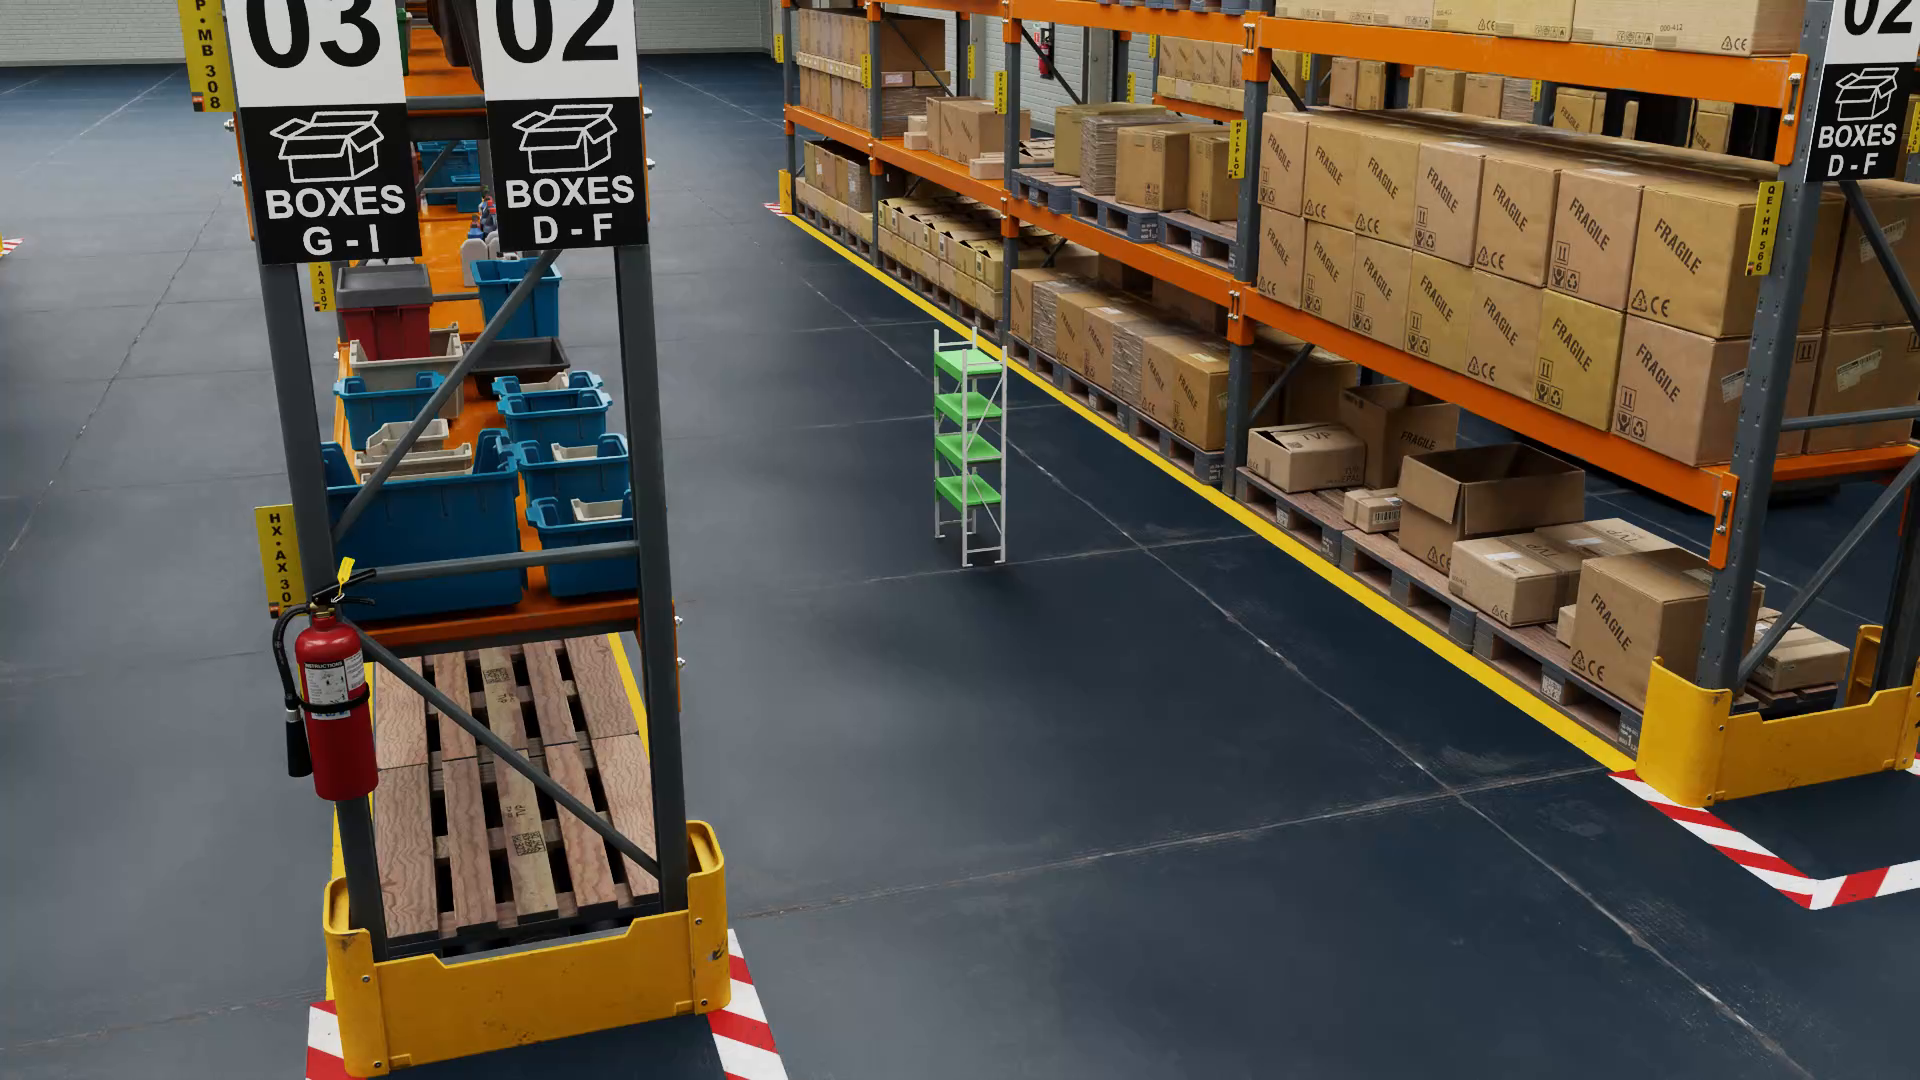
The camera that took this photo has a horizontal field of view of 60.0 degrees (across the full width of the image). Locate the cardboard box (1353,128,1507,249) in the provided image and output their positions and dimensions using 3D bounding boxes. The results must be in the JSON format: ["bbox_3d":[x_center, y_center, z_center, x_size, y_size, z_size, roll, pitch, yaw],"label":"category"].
[{"bbox_3d":[2.307,-1.740,8.198,0.500,0.500,0.500,-7,21,-19],"label":"cardboard box"}]

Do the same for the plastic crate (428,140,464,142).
[{"bbox_3d":[-4.076,-3.074,13.443,0.402,0.464,0.583,-6,21,-17],"label":"plastic crate"}]

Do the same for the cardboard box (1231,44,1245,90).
[{"bbox_3d":[3.536,-5.562,19.548,0.500,0.500,0.500,-7,21,-19],"label":"cardboard box"}]

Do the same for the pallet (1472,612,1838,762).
[{"bbox_3d":[3.084,0.581,7.486,1.003,0.211,1.213,-6,21,-17],"label":"pallet"}]

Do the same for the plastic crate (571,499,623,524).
[{"bbox_3d":[-1.132,-0.056,5.436,0.250,0.136,0.298,-6,21,-17],"label":"plastic crate"}]

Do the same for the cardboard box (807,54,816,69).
[{"bbox_3d":[-1.588,-5.624,19.530,0.380,0.149,0.250,-6,21,-17],"label":"cardboard box"}]

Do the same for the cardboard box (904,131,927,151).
[{"bbox_3d":[-0.328,-3.877,16.146,0.380,0.149,0.250,-6,21,-17],"label":"cardboard box"}]

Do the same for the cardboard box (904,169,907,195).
[{"bbox_3d":[-0.426,-3.900,18.174,0.500,0.500,0.500,-6,21,-17],"label":"cardboard box"}]

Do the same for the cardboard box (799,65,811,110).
[{"bbox_3d":[-1.535,-5.481,20.092,0.700,0.500,0.500,-6,21,-17],"label":"cardboard box"}]

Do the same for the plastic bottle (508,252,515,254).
[{"bbox_3d":[-2.511,-1.495,9.333,0.097,0.271,0.097,0,20,0],"label":"plastic bottle"}]

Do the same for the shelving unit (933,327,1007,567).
[{"bbox_3d":[0.052,-0.512,9.066,0.258,1.200,0.503,-6,21,-17],"label":"shelving unit"}]

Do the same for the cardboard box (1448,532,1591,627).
[{"bbox_3d":[2.684,0.180,7.895,0.500,0.250,0.500,-6,21,-17],"label":"cardboard box"}]

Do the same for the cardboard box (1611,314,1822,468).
[{"bbox_3d":[2.960,-0.613,6.537,0.500,0.500,0.500,-6,21,-16],"label":"cardboard box"}]

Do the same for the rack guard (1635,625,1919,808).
[{"bbox_3d":[3.335,0.701,6.725,1.175,0.500,0.348,-6,21,-17],"label":"rack guard"}]

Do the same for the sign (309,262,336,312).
[{"bbox_3d":[-3.124,-1.282,8.138,0.100,0.325,0.005,-6,21,-17],"label":"sign"}]

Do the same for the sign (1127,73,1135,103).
[{"bbox_3d":[1.357,-3.586,13.369,0.100,0.325,0.005,-6,21,-17],"label":"sign"}]

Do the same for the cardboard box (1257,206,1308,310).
[{"bbox_3d":[2.003,-1.589,9.255,0.500,0.500,0.500,-6,21,-16],"label":"cardboard box"}]

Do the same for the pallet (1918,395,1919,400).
[{"bbox_3d":[6.489,-1.189,12.415,1.003,0.211,1.213,-6,21,-17],"label":"pallet"}]

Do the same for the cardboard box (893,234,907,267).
[{"bbox_3d":[-0.362,-2.885,16.459,0.500,0.250,0.500,-6,21,-16],"label":"cardboard box"}]

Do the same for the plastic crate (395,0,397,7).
[{"bbox_3d":[-2.471,-2.132,6.670,0.497,0.269,0.590,-6,21,-17],"label":"plastic crate"}]

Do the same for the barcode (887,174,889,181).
[{"bbox_3d":[-0.728,-3.658,16.790,0.001,0.075,0.075,-6,21,-17],"label":"barcode"}]

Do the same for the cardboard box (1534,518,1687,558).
[{"bbox_3d":[3.143,0.111,8.088,0.500,0.250,0.500,-6,21,-17],"label":"cardboard box"}]

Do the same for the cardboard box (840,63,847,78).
[{"bbox_3d":[-1.099,-5.126,18.144,0.380,0.149,0.250,-6,21,-16],"label":"cardboard box"}]

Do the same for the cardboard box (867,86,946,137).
[{"bbox_3d":[-0.558,-4.491,17.333,0.700,0.500,0.500,-7,21,-19],"label":"cardboard box"}]

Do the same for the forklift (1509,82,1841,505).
[{"bbox_3d":[4.398,-2.033,10.741,1.130,2.935,3.031,-6,21,-16],"label":"forklift"}]

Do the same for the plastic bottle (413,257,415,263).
[{"bbox_3d":[-3.445,-1.859,10.228,0.144,0.351,0.185,-6,21,-17],"label":"plastic bottle"}]

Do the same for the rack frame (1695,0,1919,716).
[{"bbox_3d":[3.359,-0.451,6.234,1.000,3.000,0.127,-6,21,-17],"label":"rack frame"}]

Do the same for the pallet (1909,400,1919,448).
[{"bbox_3d":[6.968,-0.697,11.046,1.003,0.211,1.213,-6,21,-17],"label":"pallet"}]

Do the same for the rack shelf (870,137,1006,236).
[{"bbox_3d":[0.216,-3.321,15.290,1.077,0.370,4.000,-6,21,-17],"label":"rack shelf"}]

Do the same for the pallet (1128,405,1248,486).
[{"bbox_3d":[1.810,-0.679,10.995,1.003,0.211,1.213,-6,21,-17],"label":"pallet"}]

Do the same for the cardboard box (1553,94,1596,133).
[{"bbox_3d":[5.456,-3.559,14.270,0.500,0.500,0.500,-6,21,-16],"label":"cardboard box"}]

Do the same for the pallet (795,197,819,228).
[{"bbox_3d":[-1.390,-4.032,20.330,1.003,0.211,1.213,-6,21,-17],"label":"pallet"}]

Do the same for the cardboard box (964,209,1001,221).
[{"bbox_3d":[0.311,-3.043,16.068,0.500,0.311,0.500,-6,21,-17],"label":"cardboard box"}]

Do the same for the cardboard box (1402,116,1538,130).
[{"bbox_3d":[2.670,-1.953,8.790,0.500,0.500,0.500,-7,21,-18],"label":"cardboard box"}]

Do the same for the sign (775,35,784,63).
[{"bbox_3d":[-2.199,-5.973,20.211,0.100,0.325,0.005,-6,21,-17],"label":"sign"}]

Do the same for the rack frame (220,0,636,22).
[{"bbox_3d":[-1.344,-2.749,3.758,1.000,3.000,0.127,-6,21,-17],"label":"rack frame"}]

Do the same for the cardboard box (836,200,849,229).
[{"bbox_3d":[-1.085,-3.651,18.591,0.500,0.250,0.500,-6,21,-17],"label":"cardboard box"}]

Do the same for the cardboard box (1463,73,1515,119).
[{"bbox_3d":[5.187,-4.126,15.668,0.700,0.500,0.500,-8,21,-22],"label":"cardboard box"}]

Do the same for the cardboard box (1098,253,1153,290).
[{"bbox_3d":[1.383,-2.109,12.788,0.500,0.250,0.500,-6,20,-15],"label":"cardboard box"}]

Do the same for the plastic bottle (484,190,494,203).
[{"bbox_3d":[-3.254,-2.280,11.498,0.061,0.283,0.133,-6,21,-17],"label":"plastic bottle"}]

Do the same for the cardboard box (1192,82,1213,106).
[{"bbox_3d":[3.215,-5.532,20.574,0.500,0.250,0.500,-7,21,-18],"label":"cardboard box"}]

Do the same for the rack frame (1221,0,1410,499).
[{"bbox_3d":[2.102,-1.735,9.808,1.000,3.000,0.127,-6,21,-17],"label":"rack frame"}]

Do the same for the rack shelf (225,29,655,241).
[{"bbox_3d":[-1.973,-1.641,6.174,1.077,0.370,4.000,-6,21,-17],"label":"rack shelf"}]

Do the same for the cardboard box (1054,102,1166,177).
[{"bbox_3d":[1.150,-3.073,12.765,0.700,0.500,0.500,-15,24,-35],"label":"cardboard box"}]

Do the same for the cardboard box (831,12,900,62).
[{"bbox_3d":[-1.031,-5.584,18.459,0.700,0.500,0.500,-6,21,-17],"label":"cardboard box"}]

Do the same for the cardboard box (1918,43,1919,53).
[{"bbox_3d":[3.439,-1.984,6.287,0.500,0.250,0.500,-6,21,-17],"label":"cardboard box"}]

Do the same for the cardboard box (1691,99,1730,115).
[{"bbox_3d":[5.941,-3.426,12.792,0.500,0.250,0.500,-7,21,-18],"label":"cardboard box"}]

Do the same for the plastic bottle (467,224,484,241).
[{"bbox_3d":[-2.958,-1.797,10.172,0.097,0.271,0.097,0,20,0],"label":"plastic bottle"}]

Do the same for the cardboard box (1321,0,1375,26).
[{"bbox_3d":[2.173,-2.732,8.371,0.500,0.250,0.500,-6,21,-17],"label":"cardboard box"}]

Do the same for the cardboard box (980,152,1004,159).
[{"bbox_3d":[0.390,-3.303,14.547,0.380,0.149,0.250,-5,20,-13],"label":"cardboard box"}]

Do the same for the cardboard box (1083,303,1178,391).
[{"bbox_3d":[1.208,-1.377,11.858,0.500,0.500,0.500,-7,21,-19],"label":"cardboard box"}]

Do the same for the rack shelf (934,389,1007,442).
[{"bbox_3d":[0.052,-0.677,9.006,0.258,0.148,0.480,-6,21,-17],"label":"rack shelf"}]

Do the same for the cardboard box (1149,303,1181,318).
[{"bbox_3d":[1.695,-1.440,12.034,0.500,0.500,0.500,-7,21,-19],"label":"cardboard box"}]

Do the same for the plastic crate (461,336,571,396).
[{"bbox_3d":[-1.995,-0.778,7.462,0.437,0.125,0.590,-6,21,-17],"label":"plastic crate"}]

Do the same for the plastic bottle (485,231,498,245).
[{"bbox_3d":[-2.749,-1.712,9.928,0.152,0.276,0.135,-6,21,-17],"label":"plastic bottle"}]

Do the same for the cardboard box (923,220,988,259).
[{"bbox_3d":[-0.035,-2.817,15.439,0.500,0.311,0.500,-6,21,-16],"label":"cardboard box"}]
